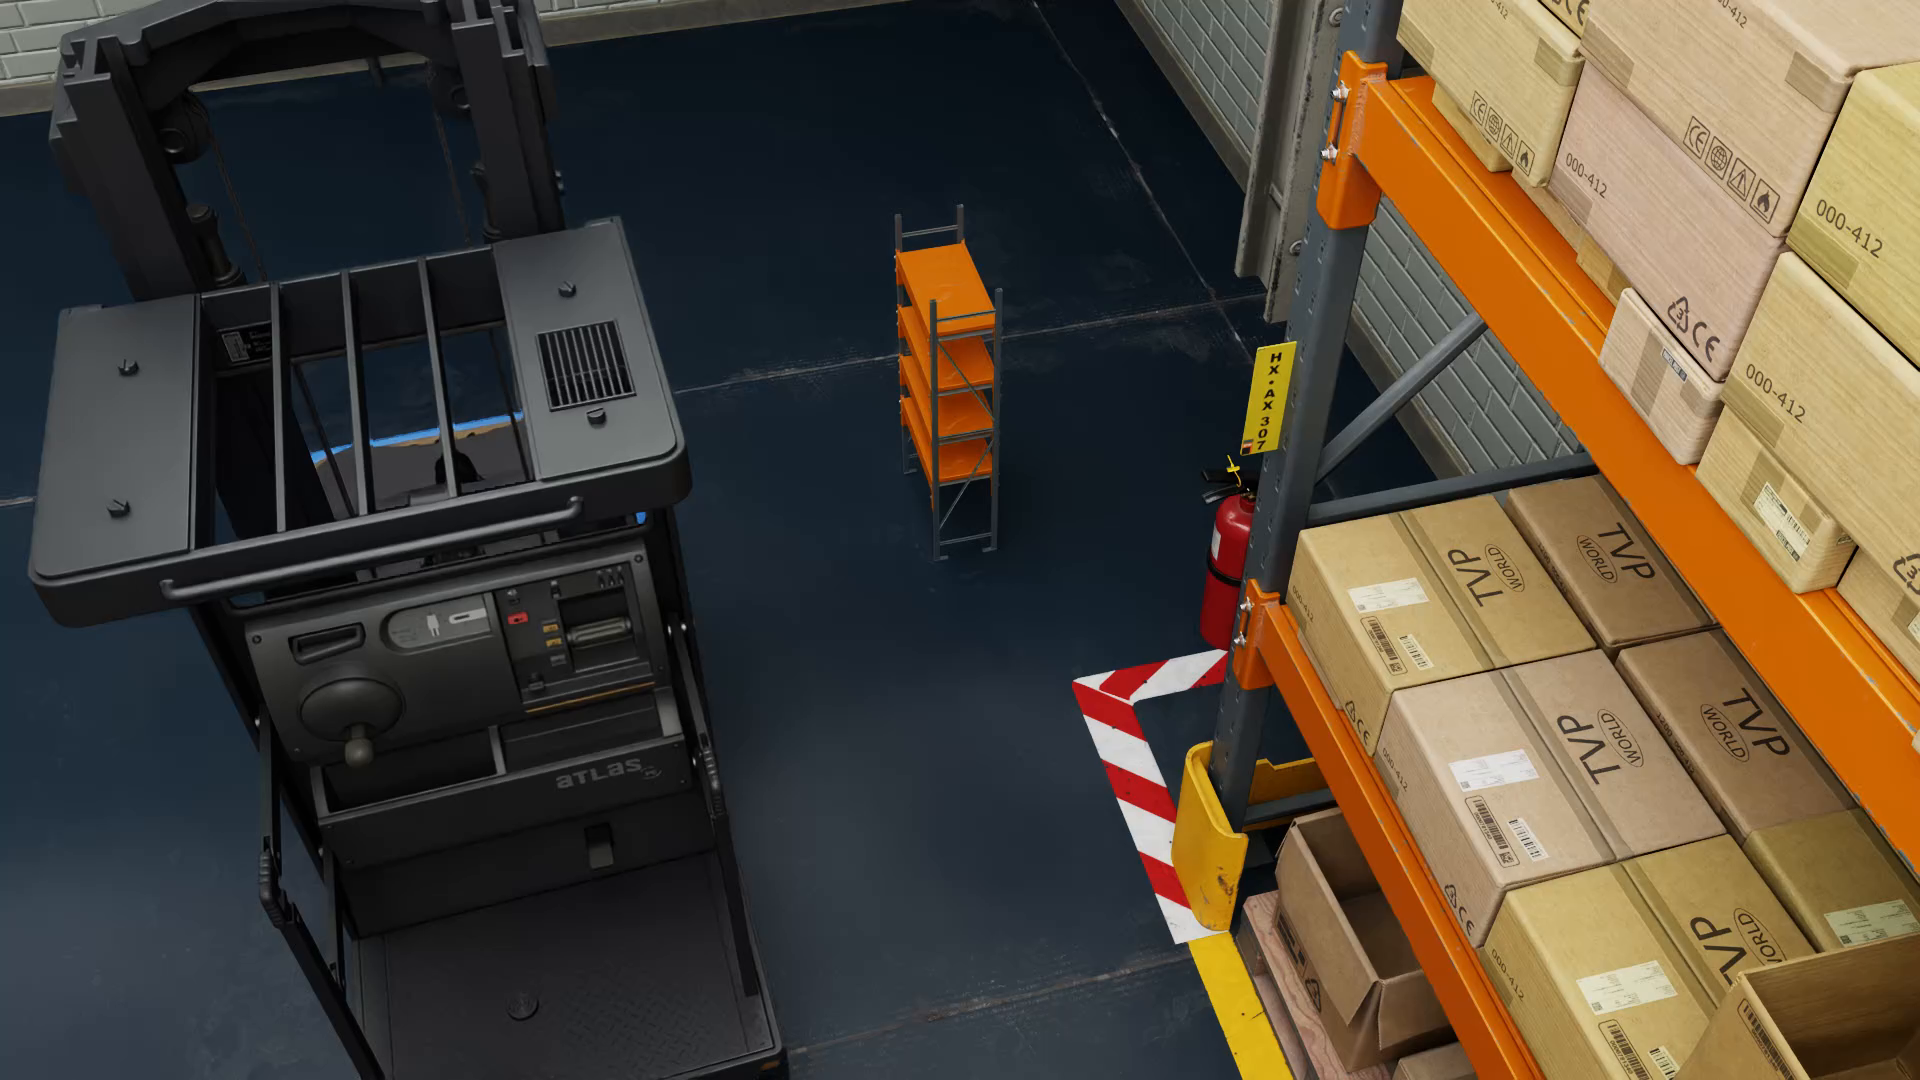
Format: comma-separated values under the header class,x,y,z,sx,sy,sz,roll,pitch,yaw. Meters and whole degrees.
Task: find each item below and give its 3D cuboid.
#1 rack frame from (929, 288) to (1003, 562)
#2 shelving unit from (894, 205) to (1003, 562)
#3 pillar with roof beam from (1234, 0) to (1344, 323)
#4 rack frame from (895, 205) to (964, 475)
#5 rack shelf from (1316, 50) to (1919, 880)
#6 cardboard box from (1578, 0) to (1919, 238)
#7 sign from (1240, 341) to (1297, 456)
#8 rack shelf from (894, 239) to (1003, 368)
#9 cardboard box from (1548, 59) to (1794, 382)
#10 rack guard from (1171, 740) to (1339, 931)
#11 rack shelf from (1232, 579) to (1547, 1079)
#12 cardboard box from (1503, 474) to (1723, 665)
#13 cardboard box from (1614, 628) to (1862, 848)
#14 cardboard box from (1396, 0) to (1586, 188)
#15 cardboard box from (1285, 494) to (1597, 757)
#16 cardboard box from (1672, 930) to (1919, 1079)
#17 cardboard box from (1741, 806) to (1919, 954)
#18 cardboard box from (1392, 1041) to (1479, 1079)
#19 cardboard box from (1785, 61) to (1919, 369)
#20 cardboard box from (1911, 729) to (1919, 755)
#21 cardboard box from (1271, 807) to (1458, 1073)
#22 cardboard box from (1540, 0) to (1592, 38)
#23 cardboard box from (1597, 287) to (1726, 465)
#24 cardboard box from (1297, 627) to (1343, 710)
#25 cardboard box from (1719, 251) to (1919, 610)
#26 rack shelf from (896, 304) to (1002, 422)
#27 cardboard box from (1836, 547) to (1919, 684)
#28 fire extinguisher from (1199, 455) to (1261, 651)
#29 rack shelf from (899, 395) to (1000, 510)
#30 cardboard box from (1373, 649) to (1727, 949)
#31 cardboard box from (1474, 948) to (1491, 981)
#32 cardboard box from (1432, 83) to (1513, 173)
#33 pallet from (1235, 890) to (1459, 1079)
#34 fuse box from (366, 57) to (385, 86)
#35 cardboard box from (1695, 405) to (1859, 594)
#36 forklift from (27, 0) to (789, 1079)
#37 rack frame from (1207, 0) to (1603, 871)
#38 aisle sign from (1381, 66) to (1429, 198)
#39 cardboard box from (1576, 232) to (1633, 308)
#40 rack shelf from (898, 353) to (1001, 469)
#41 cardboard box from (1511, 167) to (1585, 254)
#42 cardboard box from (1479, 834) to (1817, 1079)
class,x,y,z,sx,sy,sz,roll,pitch,yaw
rack frame,0.020,-0.366,5.768,0.240,1.200,0.015,-11,47,-10
shelving unit,-0.042,-0.534,5.933,0.258,1.200,0.503,-11,47,-10
pillar with roof beam,-2.738,-3.461,3.341,9.100,9.000,0.400,-11,47,-10
rack frame,-0.105,-0.703,6.099,0.240,1.200,0.015,-11,47,-10
rack shelf,1.755,0.461,2.102,1.077,0.370,4.000,-11,47,-10
cardboard box,1.225,-0.691,2.274,0.500,0.250,0.500,-11,47,-11
sign,0.718,-0.326,3.863,0.100,0.325,0.005,-11,47,-10
rack shelf,-0.042,-0.809,5.653,0.258,0.148,0.480,-11,47,-10
cardboard box,1.242,-0.520,2.456,0.500,0.250,0.500,-10,46,-10
rack guard,1.262,0.806,5.111,1.175,0.500,0.348,-11,47,-10
rack shelf,1.755,1.511,3.173,1.077,0.370,4.000,-11,47,-10
cardboard box,1.617,0.096,3.953,0.500,0.250,0.500,-9,46,-9
cardboard box,1.748,0.452,3.604,0.500,0.250,0.500,-11,47,-10
cardboard box,1.092,-0.867,2.796,0.500,0.250,0.500,-11,47,-11
cardboard box,1.098,0.189,3.861,0.500,0.250,0.500,-10,47,-10
cardboard box,1.483,0.962,2.579,0.500,0.500,0.500,-10,46,-9
cardboard box,1.870,0.795,3.268,0.500,0.250,0.500,-9,46,-9
cardboard box,1.379,1.469,4.412,0.380,0.149,0.250,-12,47,-12
cardboard box,1.367,-0.347,1.936,0.500,0.250,0.500,-11,47,-11
cardboard box,1.398,0.255,1.976,0.380,0.149,0.250,-11,47,-10
cardboard box,1.308,1.045,4.580,0.797,0.503,0.637,-12,47,-12
cardboard box,1.113,-1.046,2.621,0.500,0.250,0.500,-11,47,-11
cardboard box,1.205,-0.274,2.494,0.380,0.149,0.250,-10,46,-9
cardboard box,1.061,0.243,4.087,0.380,0.149,0.250,-11,47,-11
cardboard box,1.361,-0.164,2.107,0.500,0.250,0.500,-12,47,-12
rack shelf,-0.042,-0.644,5.822,0.258,0.148,0.480,-11,47,-10
cardboard box,1.402,0.065,2.162,0.380,0.149,0.250,-11,47,-11
fire extinguisher,0.758,0.019,4.447,0.296,0.674,0.183,-11,47,-10
rack shelf,-0.042,-0.348,6.123,0.258,0.148,0.480,-11,47,-10
cardboard box,1.228,0.537,3.520,0.500,0.250,0.500,-10,46,-10
cardboard box,1.278,0.771,3.570,0.380,0.149,0.250,-9,46,-9
cardboard box,1.099,-0.821,3.030,0.380,0.149,0.250,-10,46,-9
pallet,1.467,1.457,4.675,1.003,0.211,1.213,-11,47,-10
fuse box,-2.953,-2.933,7.926,0.539,1.711,0.414,-11,47,-10
cardboard box,1.279,-0.094,2.318,0.380,0.149,0.250,-11,47,-10
forklift,-1.125,0.372,3.833,1.130,2.935,3.031,-12,47,-12
rack frame,1.243,-0.122,4.269,1.000,3.000,0.127,-11,47,-10
aisle sign,0.941,-1.025,3.334,0.394,0.787,0.004,-11,47,-10
cardboard box,1.241,-0.465,2.681,0.380,0.149,0.250,-11,47,-10
rack shelf,-0.042,-0.487,5.982,0.258,0.148,0.480,-11,47,-10
cardboard box,1.192,-0.645,2.858,0.380,0.149,0.250,-10,46,-10
cardboard box,1.361,0.886,3.178,0.500,0.250,0.500,-12,47,-11
